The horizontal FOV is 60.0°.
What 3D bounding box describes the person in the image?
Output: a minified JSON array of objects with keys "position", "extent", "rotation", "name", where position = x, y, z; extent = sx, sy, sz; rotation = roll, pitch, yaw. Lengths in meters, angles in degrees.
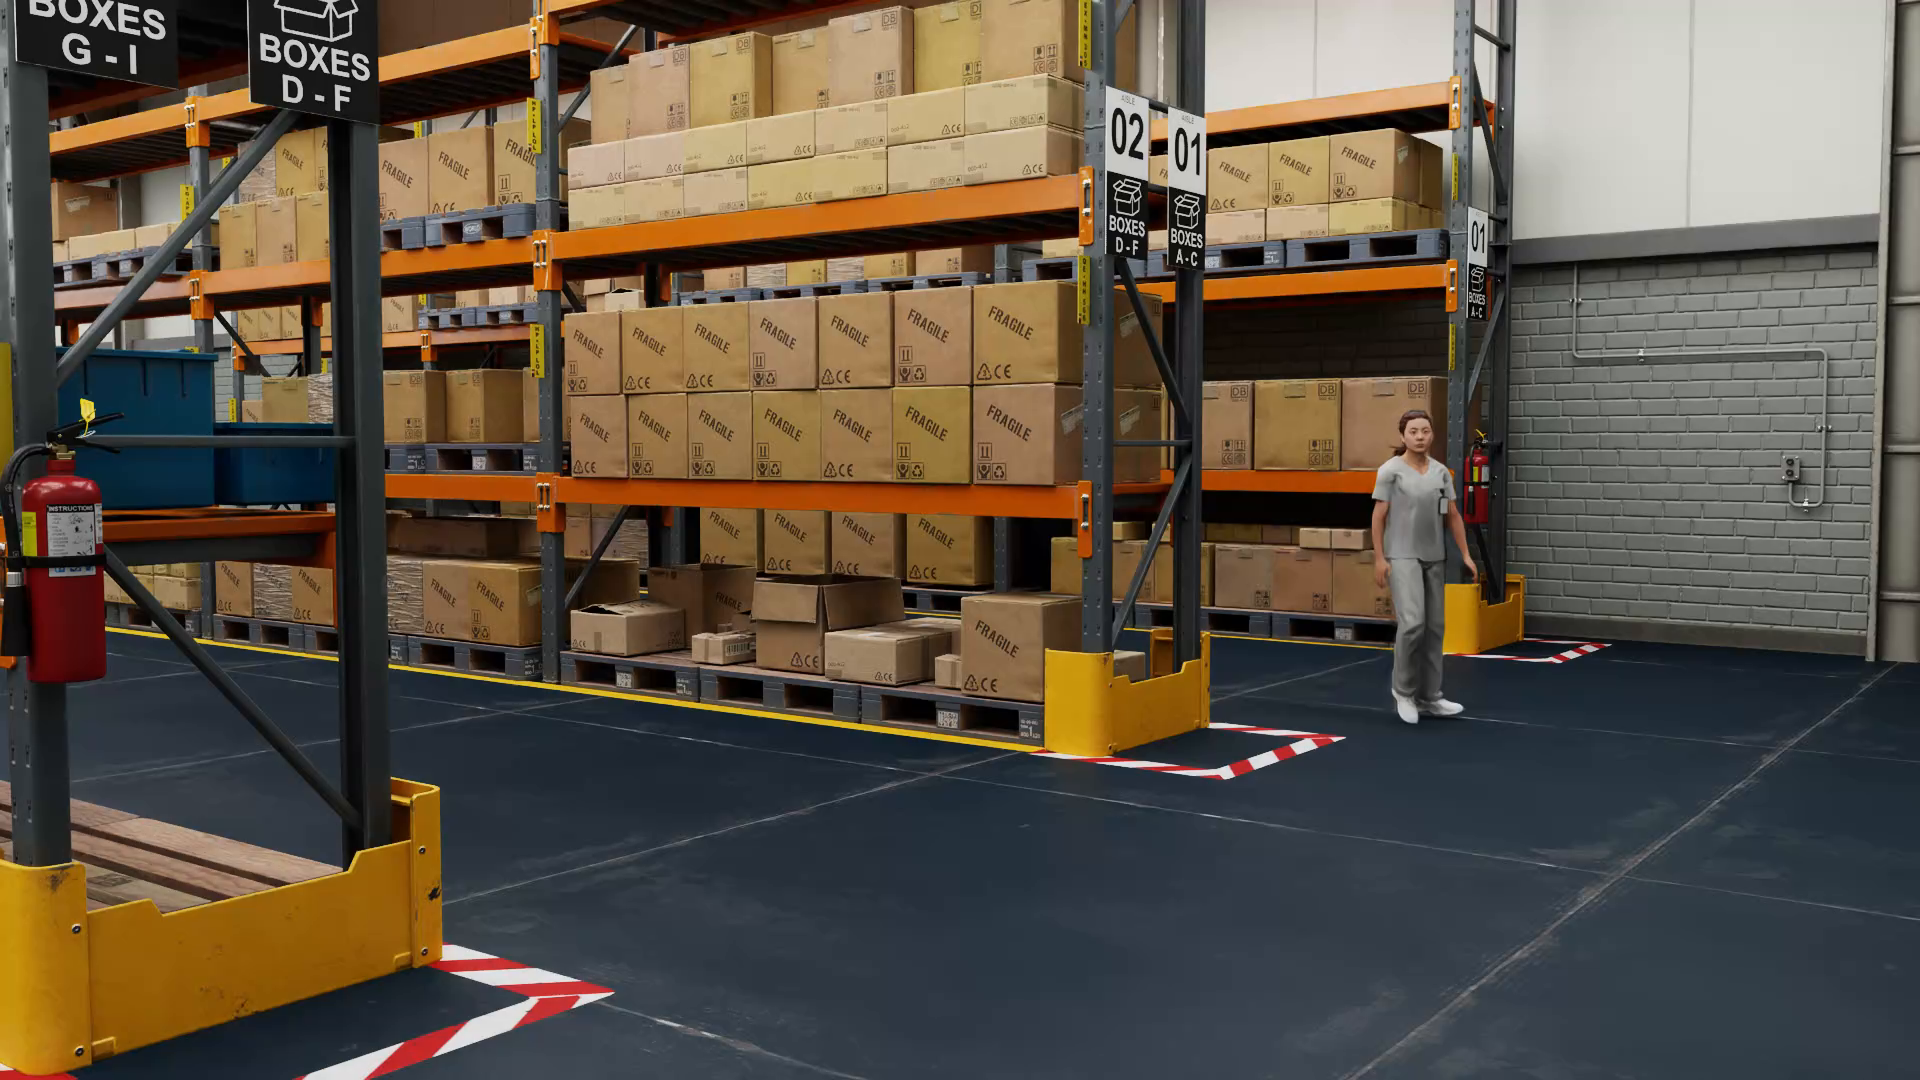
[{"position":[2.493,0.139,8.982],"extent":[0.500,1.691,0.411],"rotation":[-2,4,-25],"name":"person"}]
